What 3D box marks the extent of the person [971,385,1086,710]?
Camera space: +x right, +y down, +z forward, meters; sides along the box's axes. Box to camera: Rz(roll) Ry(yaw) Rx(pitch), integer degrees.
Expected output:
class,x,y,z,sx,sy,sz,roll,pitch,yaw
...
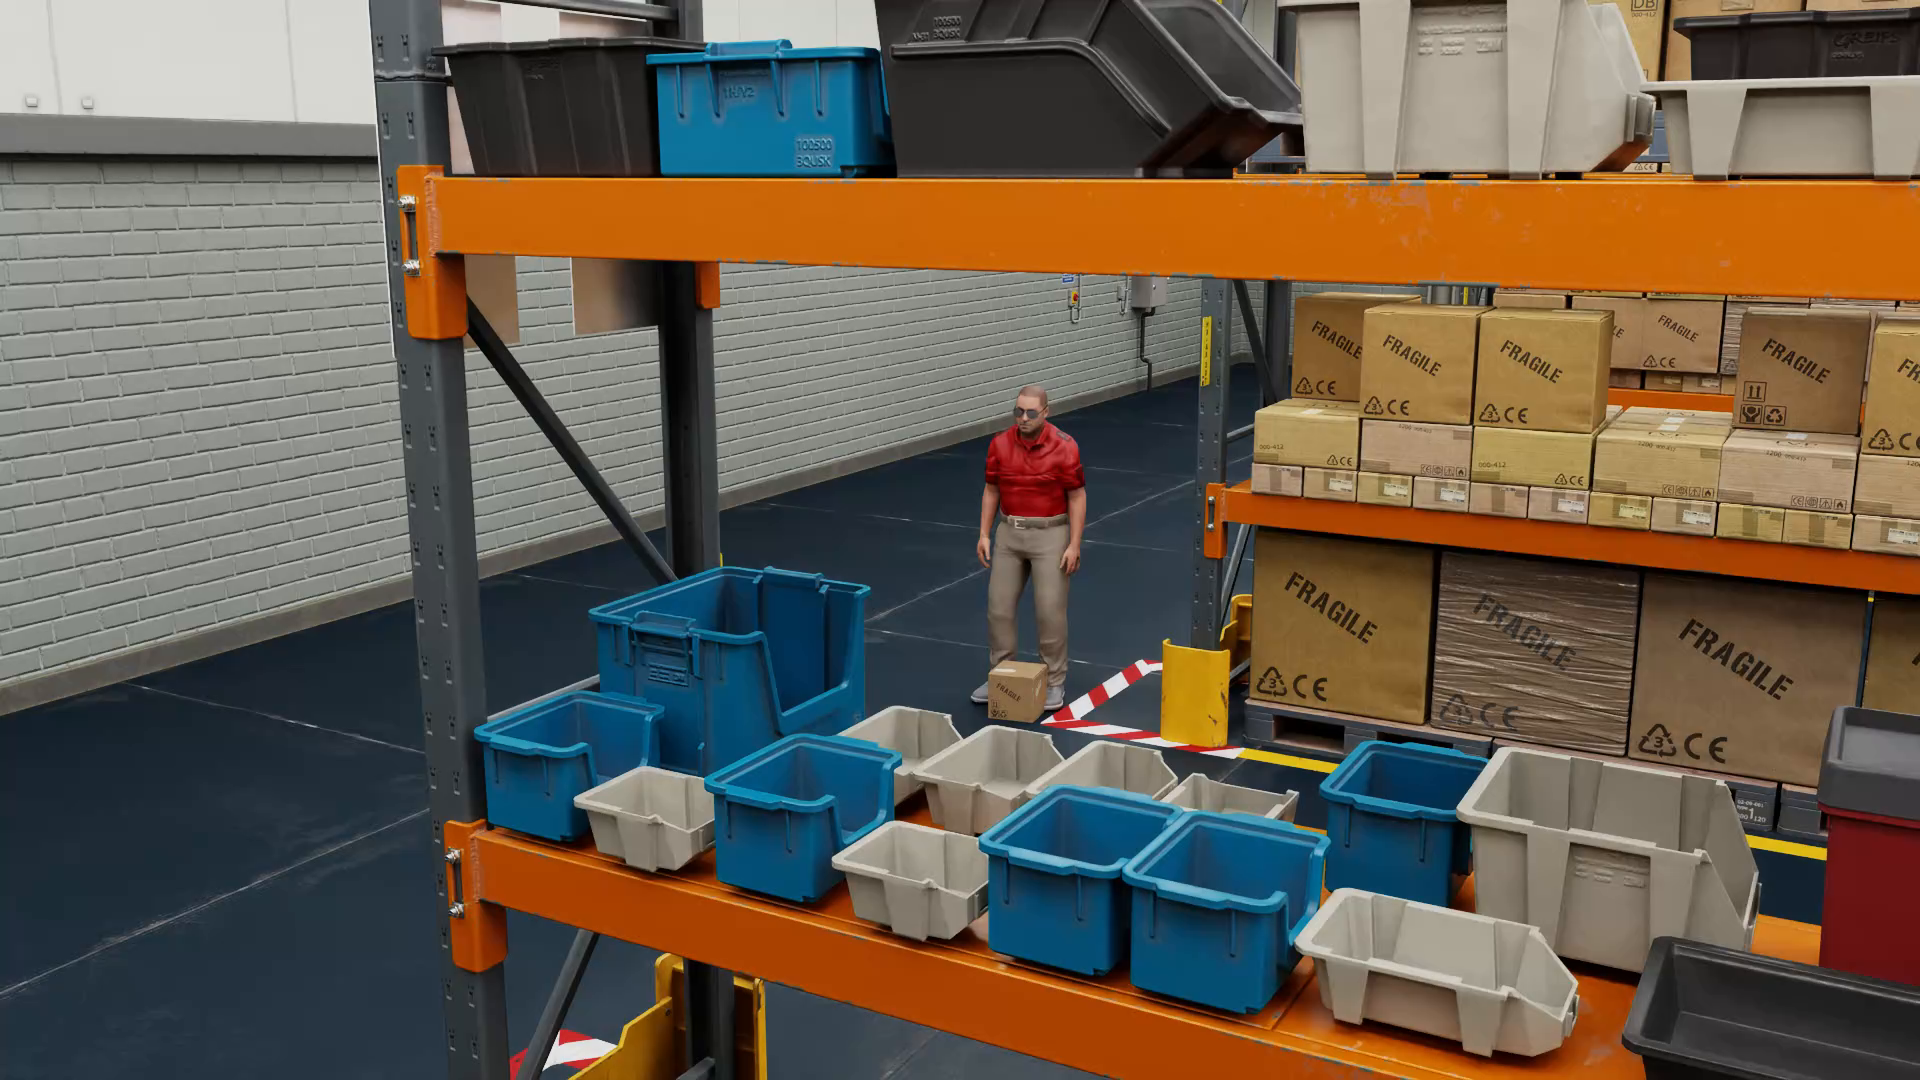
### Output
class,x,y,z,sx,sy,sz,roll,pitch,yaw
person,0.376,0.027,8.882,0.587,1.727,0.398,5,13,22
